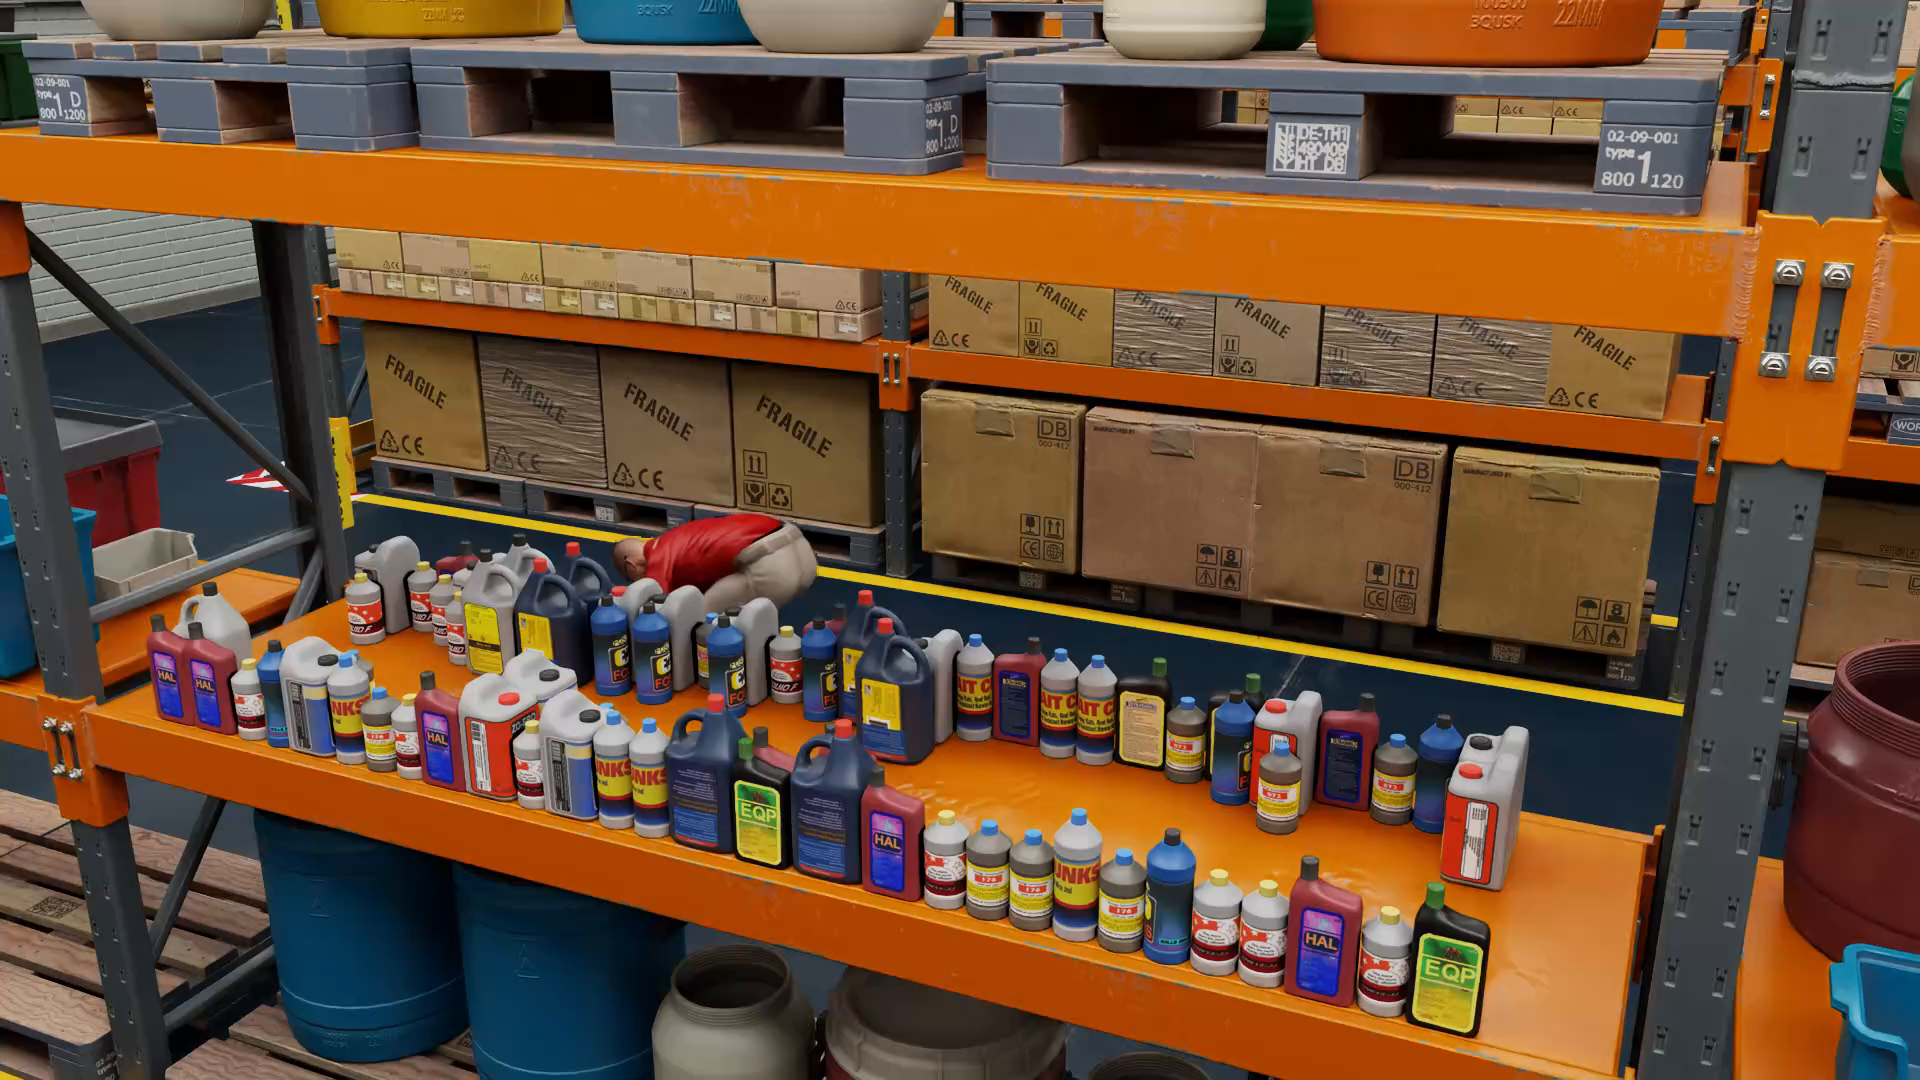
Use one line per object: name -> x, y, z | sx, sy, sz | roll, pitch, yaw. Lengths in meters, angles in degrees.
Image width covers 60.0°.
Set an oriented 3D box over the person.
person -> -1.106, 0.328, 7.379 | 0.956, 0.922, 0.540 | 7, 20, 20
